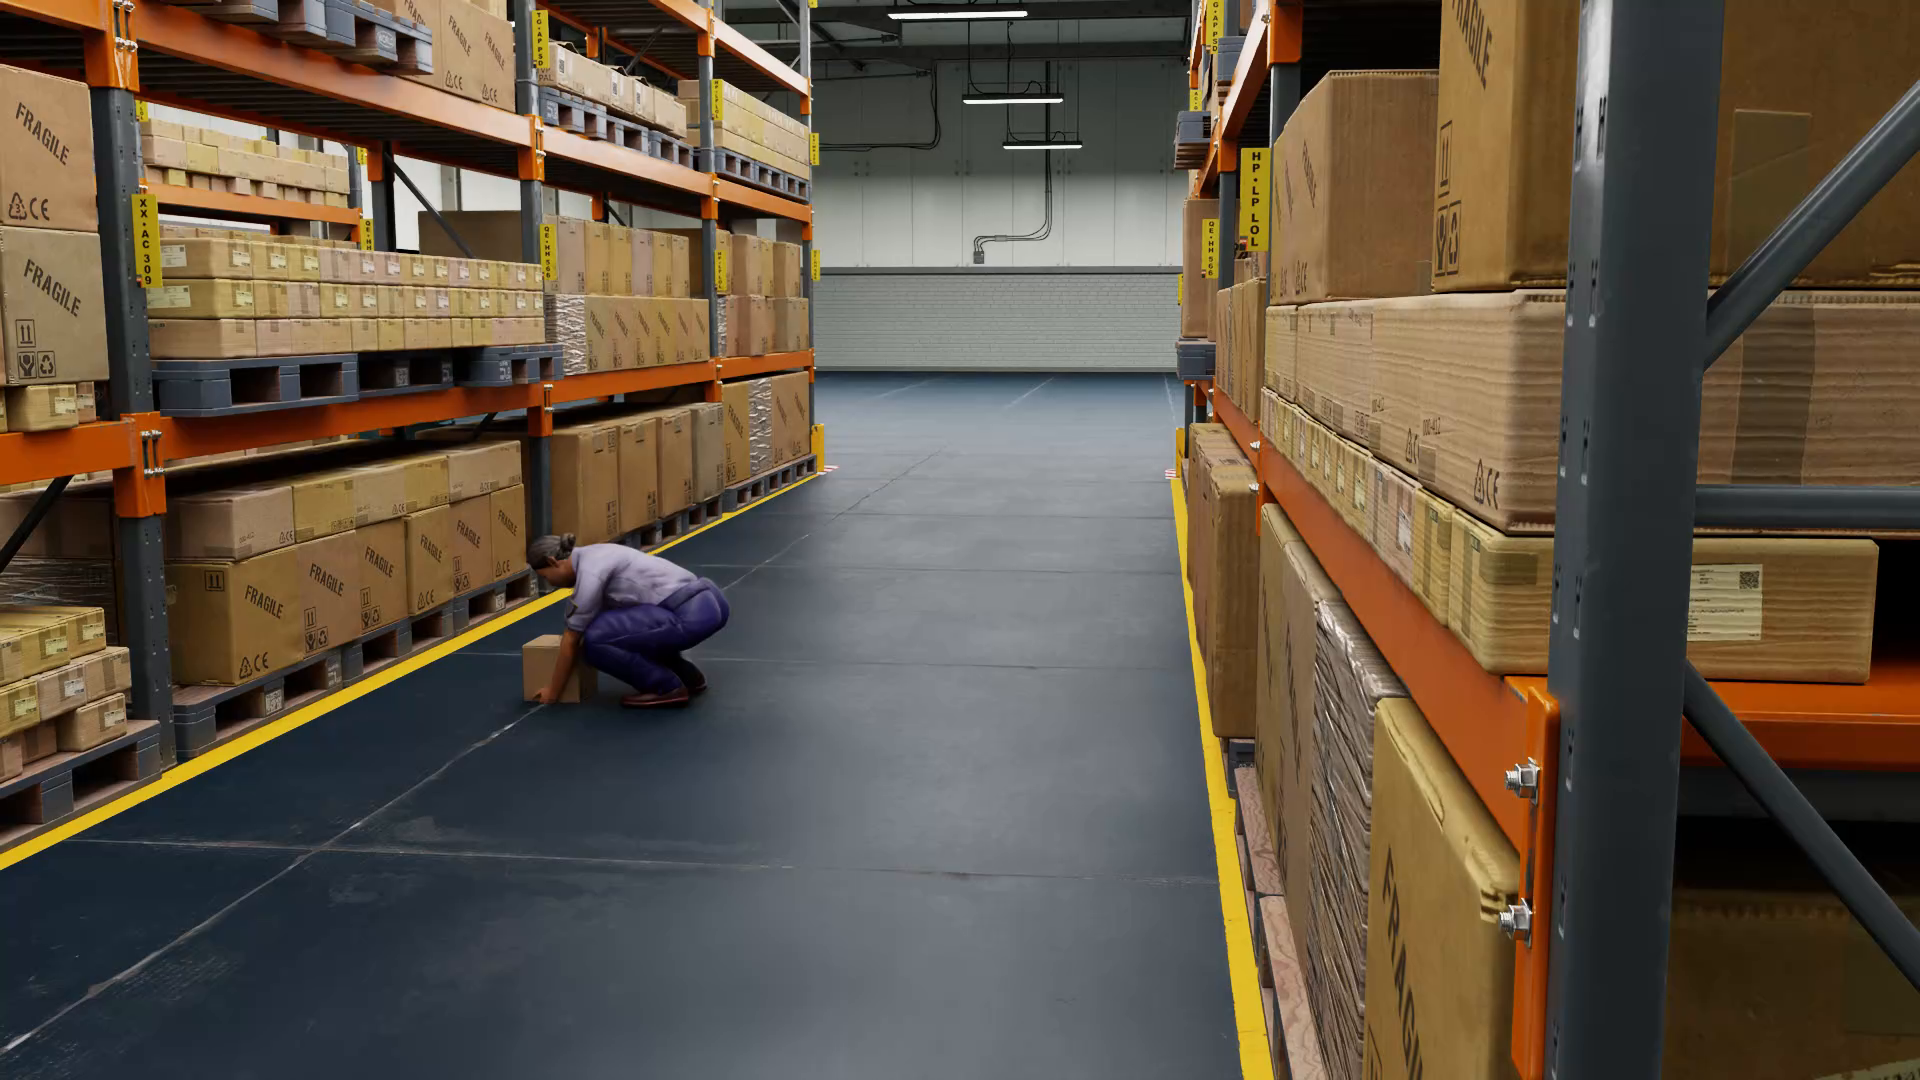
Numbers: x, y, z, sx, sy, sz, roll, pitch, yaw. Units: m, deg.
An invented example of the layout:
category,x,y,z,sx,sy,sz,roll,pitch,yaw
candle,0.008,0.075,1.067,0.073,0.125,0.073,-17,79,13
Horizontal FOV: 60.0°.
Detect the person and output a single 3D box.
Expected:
category,x,y,z,sx,sy,sz,roll,pitch,yaw
person,-1.451,0.369,7.287,0.849,0.816,0.526,1,8,6
